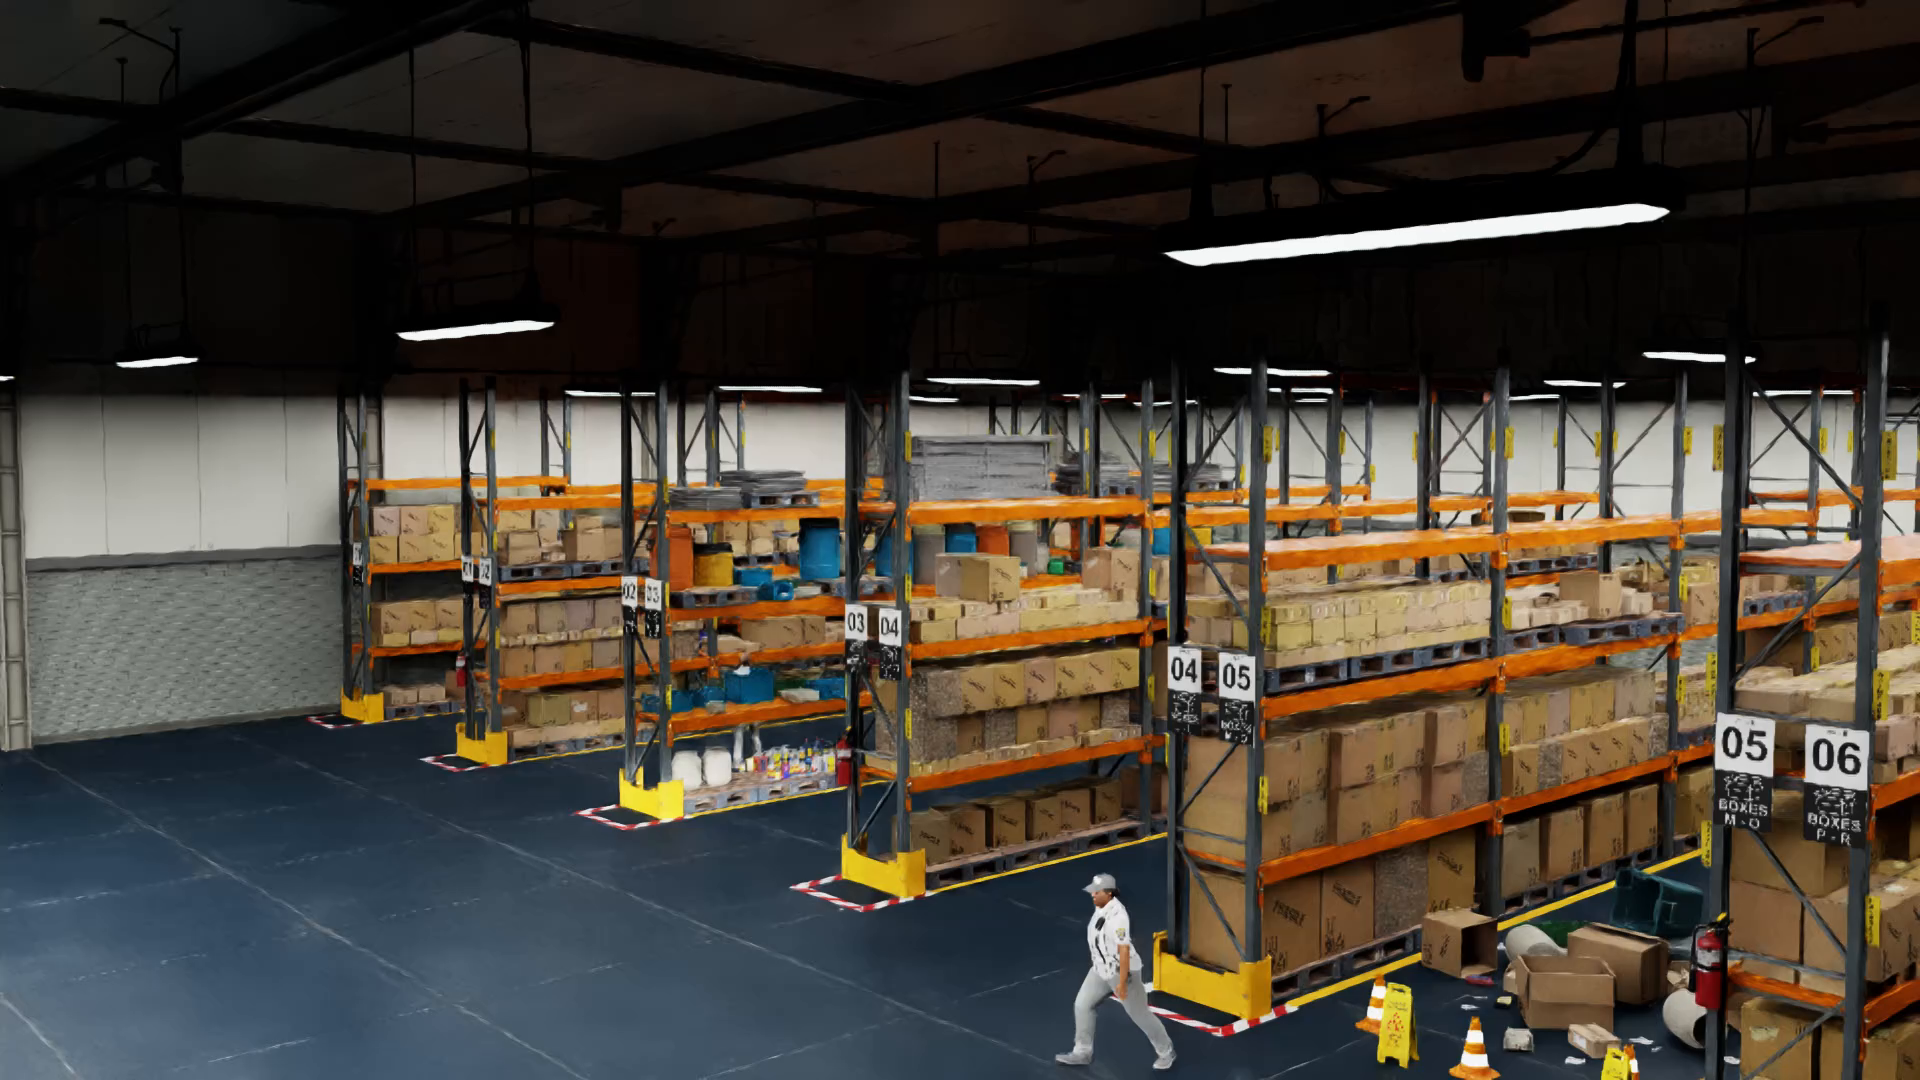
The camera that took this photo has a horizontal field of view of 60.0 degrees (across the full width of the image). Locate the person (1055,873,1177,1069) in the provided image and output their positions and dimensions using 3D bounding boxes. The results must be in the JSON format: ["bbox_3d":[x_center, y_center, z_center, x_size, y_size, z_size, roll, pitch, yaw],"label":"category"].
[{"bbox_3d":[1.284,3.479,13.445,0.946,1.601,0.530,-1,4,-19],"label":"person"}]

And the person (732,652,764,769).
[{"bbox_3d":[-3.298,2.589,25.445,0.631,1.781,0.556,-1,4,-11],"label":"person"}]

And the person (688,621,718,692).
[{"bbox_3d":[-4.879,2.292,31.444,1.000,1.587,0.443,-2,4,-33],"label":"person"}]
